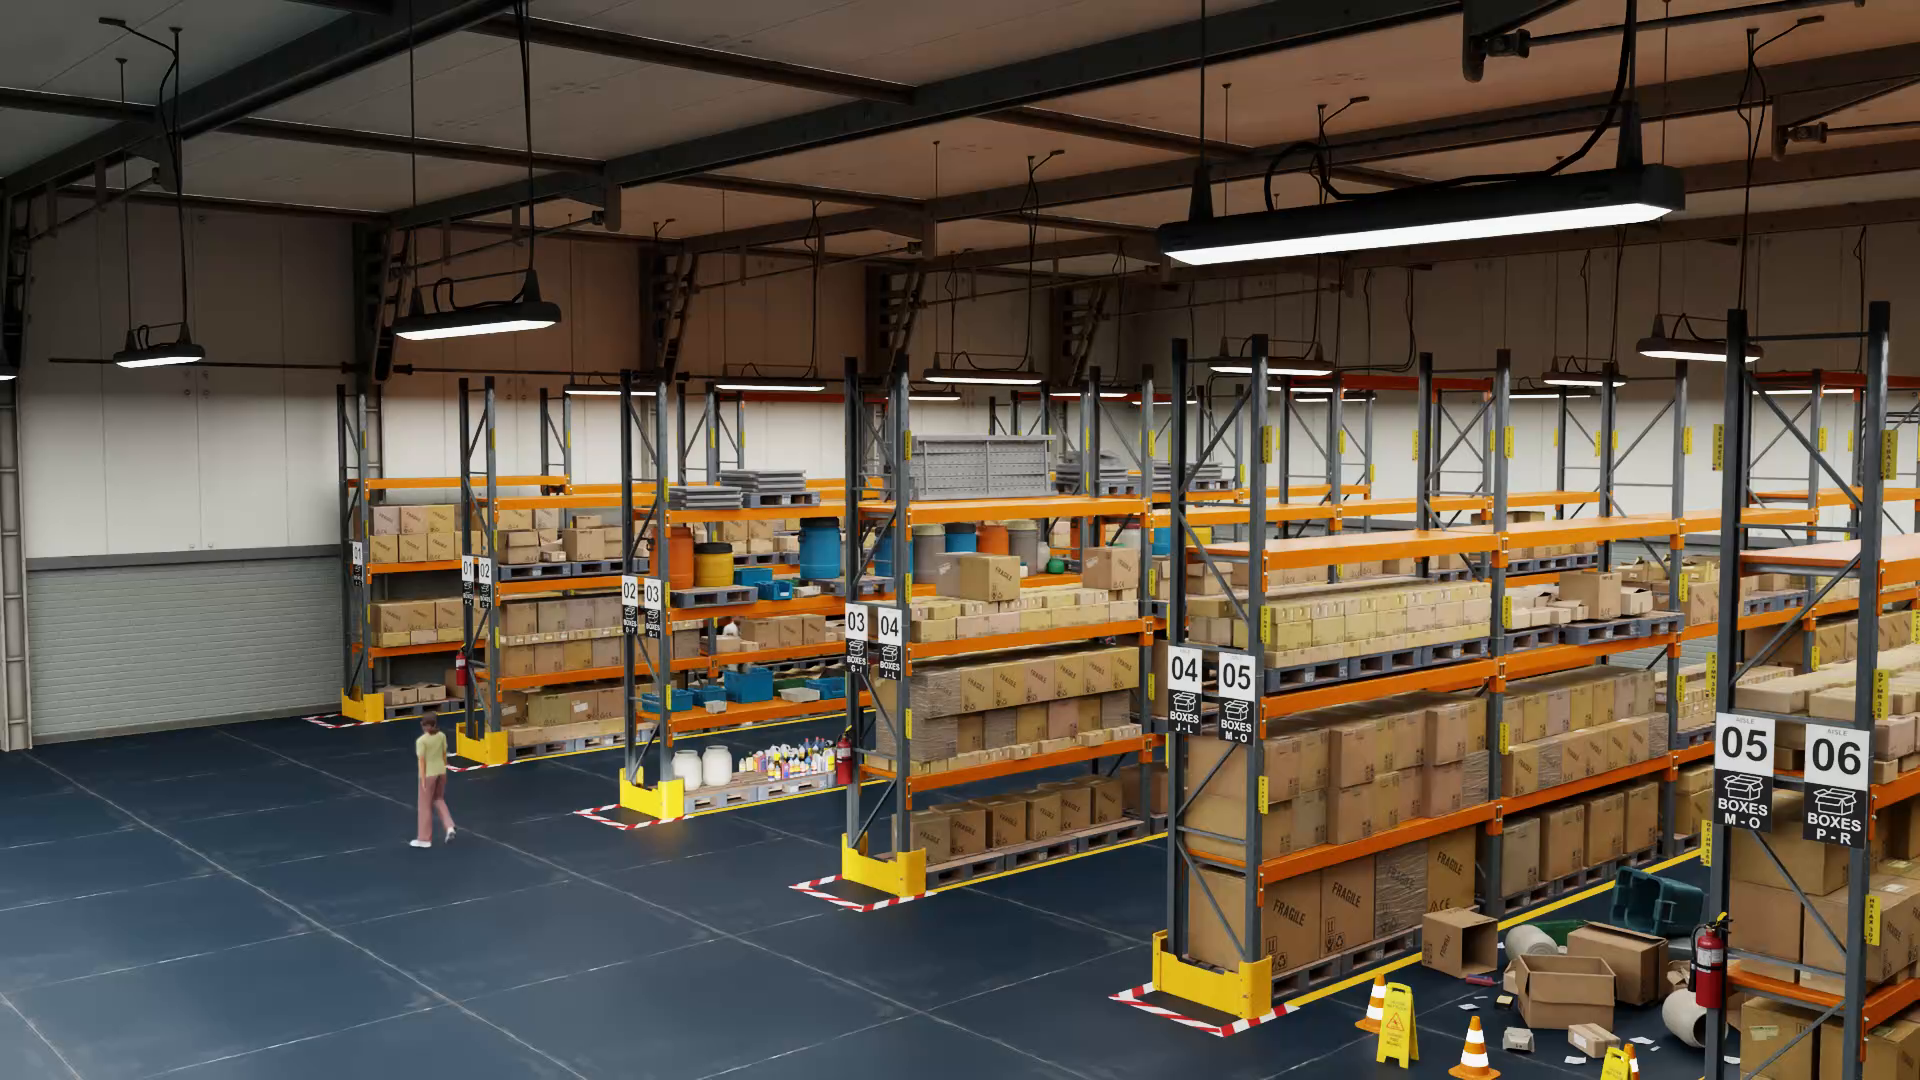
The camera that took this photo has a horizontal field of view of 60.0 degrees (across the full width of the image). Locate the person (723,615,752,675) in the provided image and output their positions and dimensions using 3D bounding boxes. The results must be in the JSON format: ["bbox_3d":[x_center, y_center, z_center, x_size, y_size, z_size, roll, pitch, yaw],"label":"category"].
[{"bbox_3d":[-4.180,2.215,31.312,0.621,1.796,0.474,-3,5,-35],"label":"person"}]

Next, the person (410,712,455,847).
[{"bbox_3d":[-6.557,2.959,20.662,0.450,1.681,0.502,2,4,30],"label":"person"}]
